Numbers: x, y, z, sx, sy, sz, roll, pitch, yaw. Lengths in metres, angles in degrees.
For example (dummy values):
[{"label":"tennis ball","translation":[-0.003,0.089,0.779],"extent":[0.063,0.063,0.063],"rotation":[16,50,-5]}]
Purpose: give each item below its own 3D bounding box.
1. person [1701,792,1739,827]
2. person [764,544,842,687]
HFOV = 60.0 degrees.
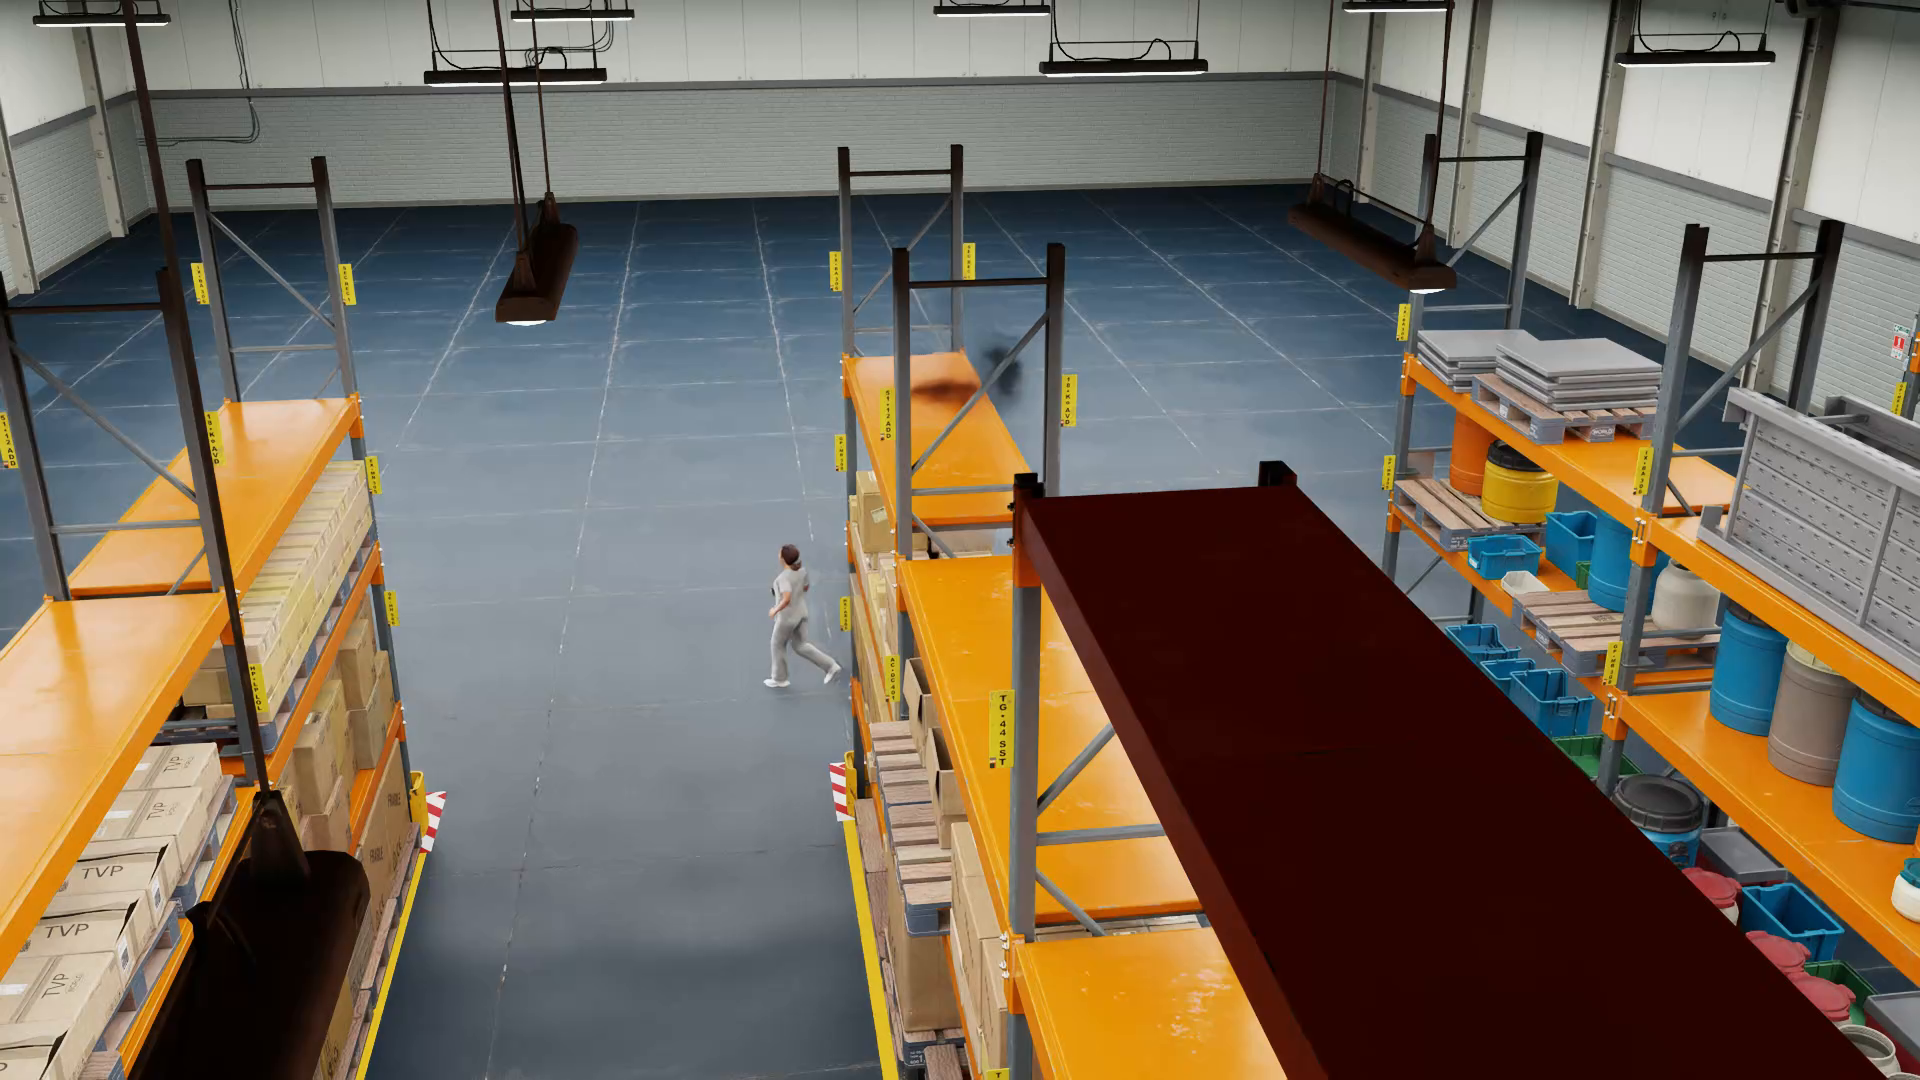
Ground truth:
[{"label":"person","translation":[6.235,2.329,13.330],"extent":[0.705,1.794,0.921],"rotation":[-3,22,-7]},{"label":"person","translation":[-1.703,0.841,17.293],"extent":[0.902,1.671,0.577],"rotation":[12,25,28]}]
